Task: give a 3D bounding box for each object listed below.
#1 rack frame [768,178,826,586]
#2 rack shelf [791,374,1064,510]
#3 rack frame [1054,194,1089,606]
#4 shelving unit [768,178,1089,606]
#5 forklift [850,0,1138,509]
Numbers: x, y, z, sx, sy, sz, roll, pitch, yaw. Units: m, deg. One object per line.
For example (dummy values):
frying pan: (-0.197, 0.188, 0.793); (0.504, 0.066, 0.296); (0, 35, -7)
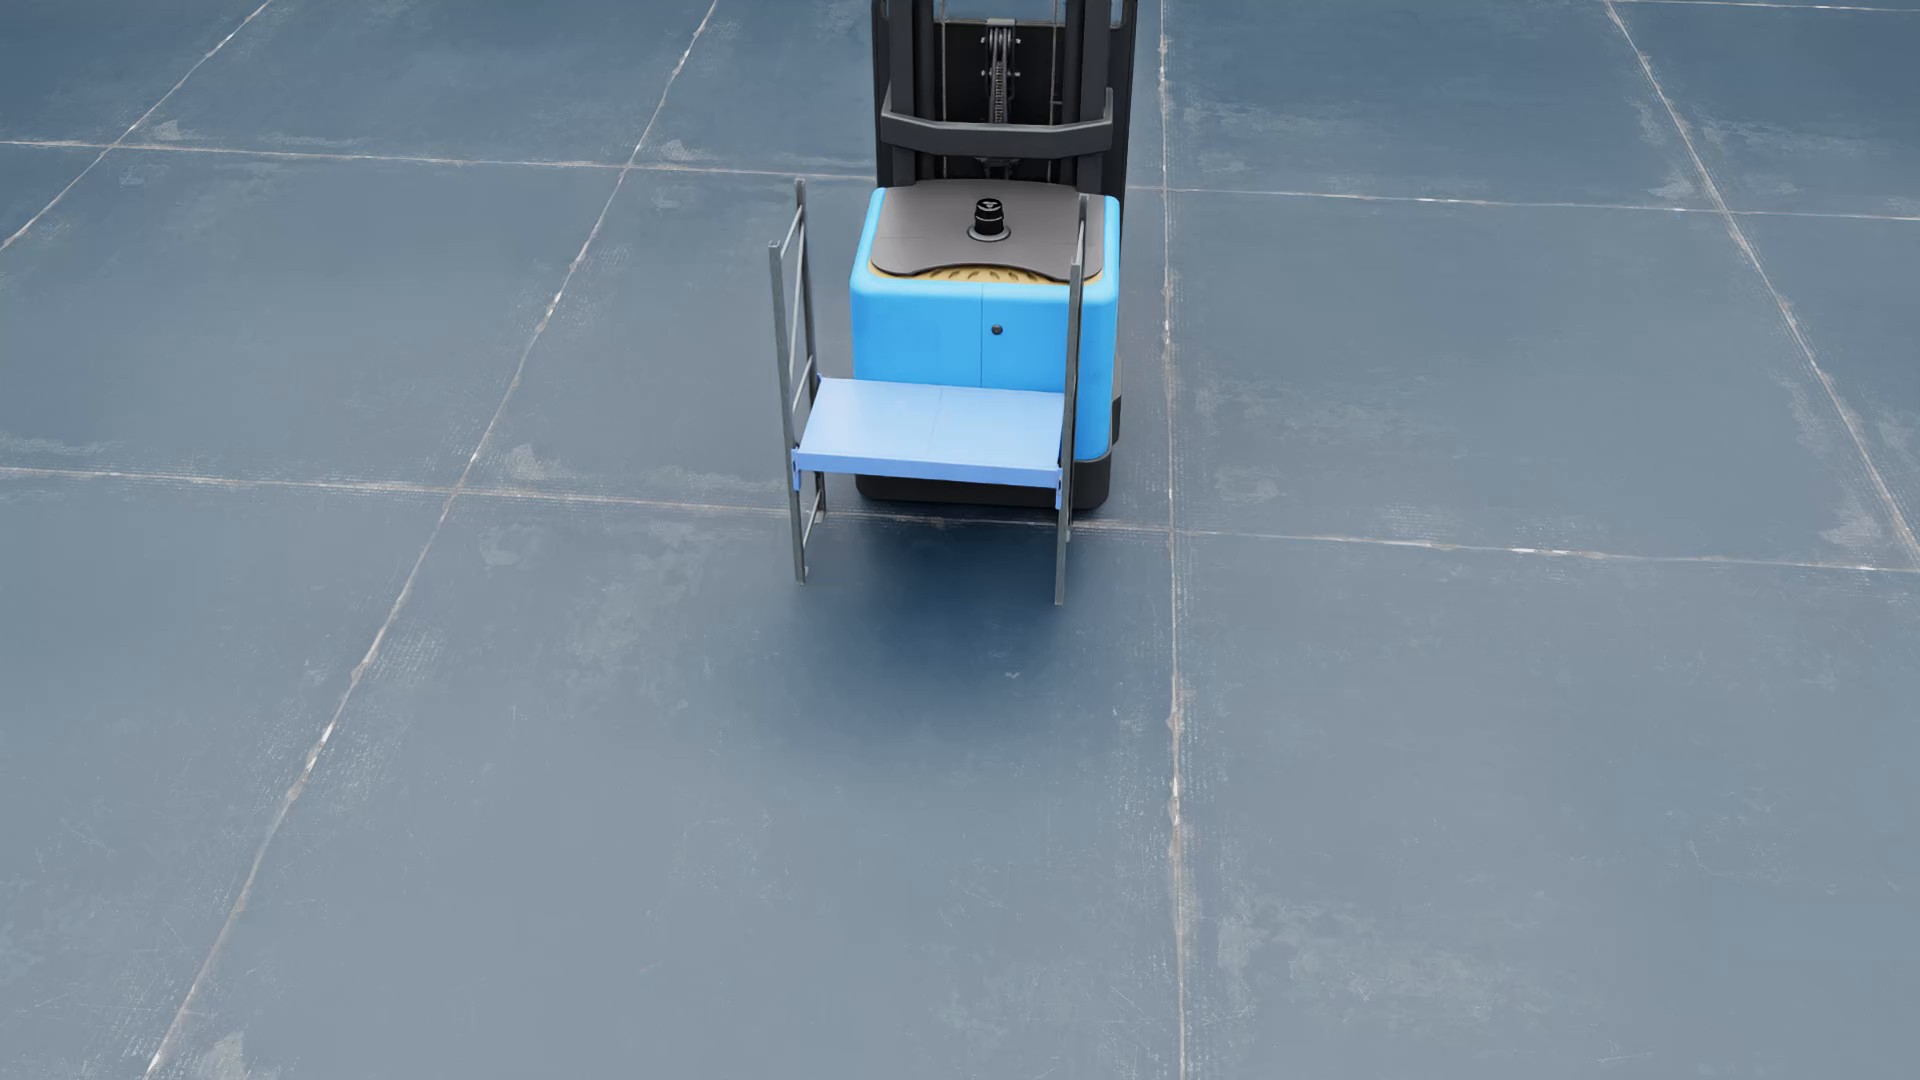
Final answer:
rack frame: (-0.600, -0.558, 6.248); (0.032, 1.500, 0.500); (4, 39, 5)
rack shelf: (-0.095, -0.381, 6.315); (1.000, 0.185, 0.538); (4, 39, 5)
rack frame: (0.410, -0.483, 6.156); (0.032, 1.500, 0.500); (4, 39, 5)
shelving unit: (-0.095, -0.521, 6.202); (1.048, 1.500, 0.538); (4, 39, 5)
forklift: (0.200, -2.180, 7.106); (1.130, 2.935, 3.031); (3, 39, 3)
